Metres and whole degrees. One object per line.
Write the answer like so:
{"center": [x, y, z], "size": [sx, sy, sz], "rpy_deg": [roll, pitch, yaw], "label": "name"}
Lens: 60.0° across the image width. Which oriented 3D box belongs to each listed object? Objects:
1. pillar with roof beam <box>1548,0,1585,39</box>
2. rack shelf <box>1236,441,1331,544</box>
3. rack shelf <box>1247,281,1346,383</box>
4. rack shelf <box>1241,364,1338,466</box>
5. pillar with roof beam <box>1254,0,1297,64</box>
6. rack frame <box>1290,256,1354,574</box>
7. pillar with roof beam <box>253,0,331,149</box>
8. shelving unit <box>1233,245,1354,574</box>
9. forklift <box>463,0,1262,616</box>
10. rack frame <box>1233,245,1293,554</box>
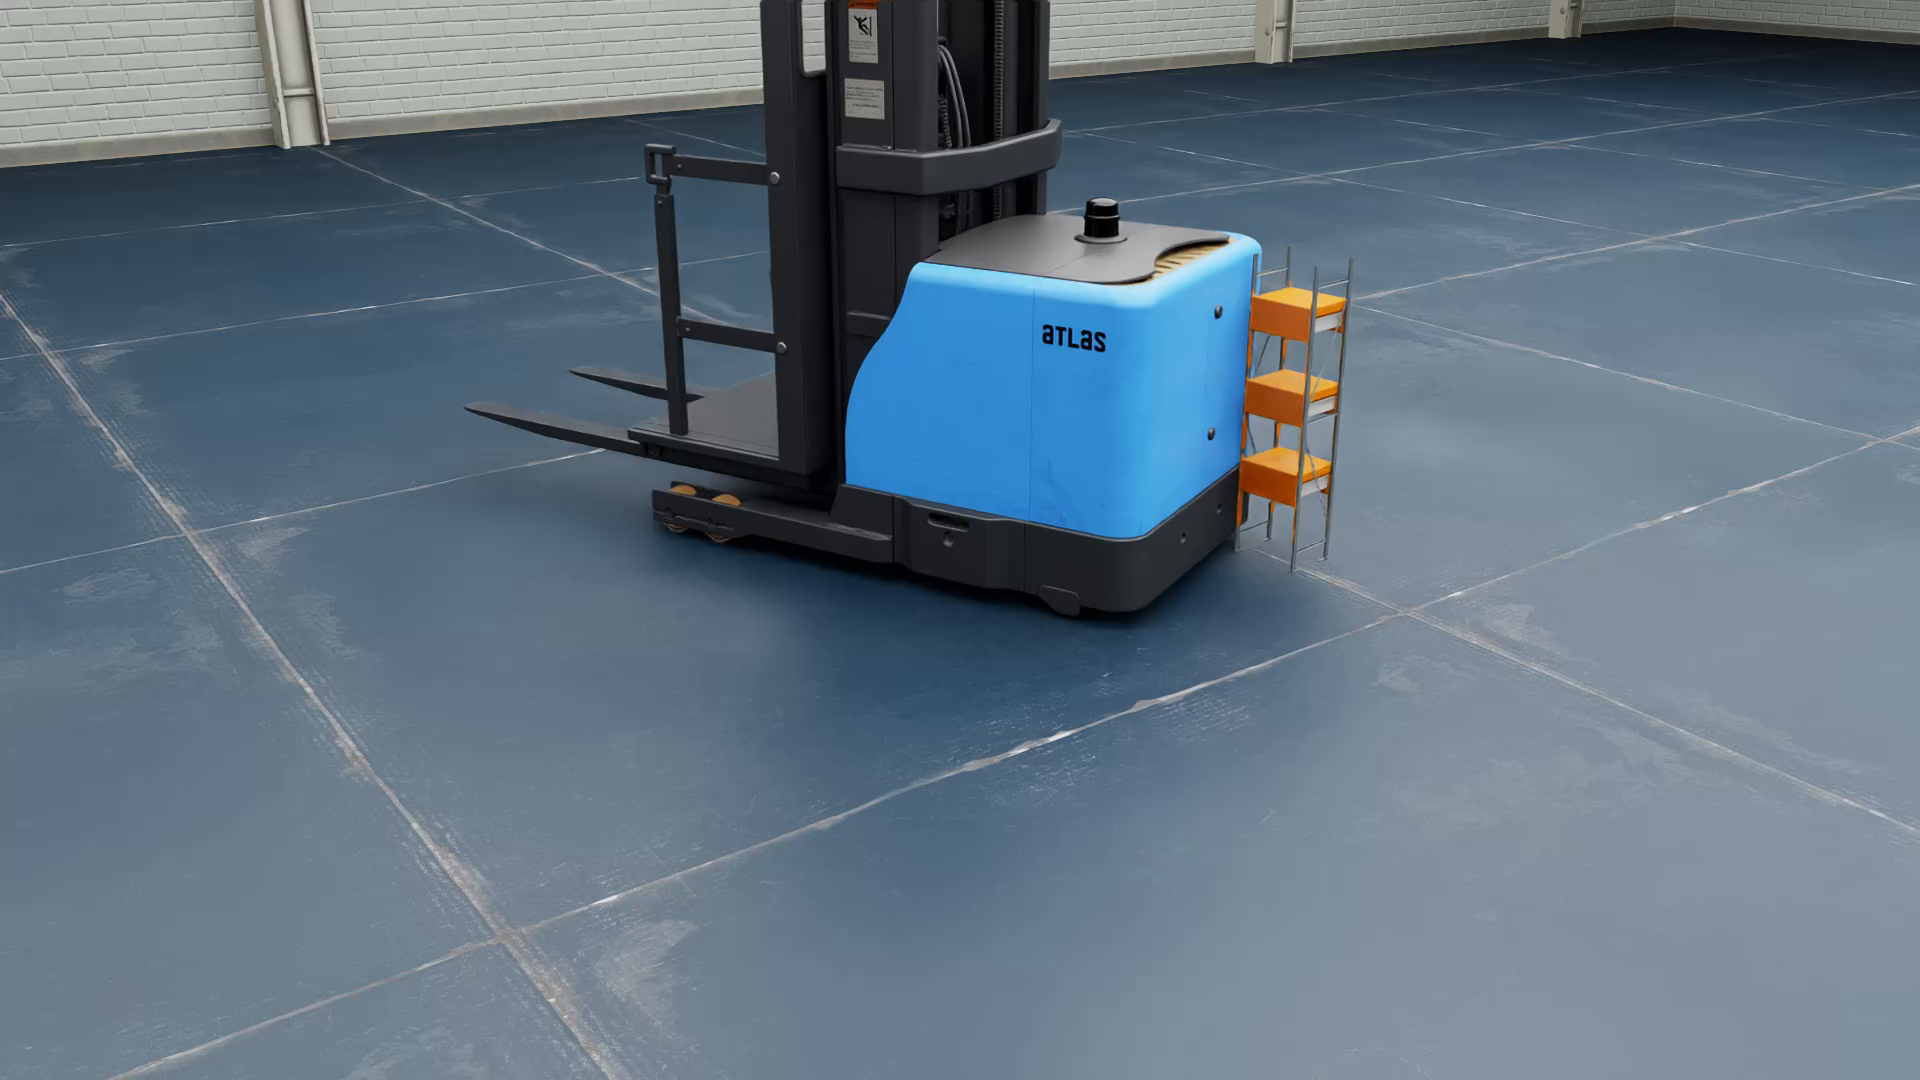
{"center": [11.354, -10.253, 19.449], "size": [0.400, 9.000, 9.100], "rpy_deg": [-15, 26, -33], "label": "pillar with roof beam"}
{"center": [1.109, -0.164, 5.670], "size": [0.215, 0.259, 0.240], "rpy_deg": [-19, 28, -39], "label": "rack shelf"}
{"center": [1.109, -0.686, 5.461], "size": [0.215, 0.259, 0.240], "rpy_deg": [-19, 28, -39], "label": "rack shelf"}
{"center": [1.109, -0.422, 5.567], "size": [0.215, 0.259, 0.240], "rpy_deg": [-19, 28, -39], "label": "rack shelf"}
{"center": [6.483, -8.954, 16.195], "size": [0.400, 9.000, 9.100], "rpy_deg": [-15, 26, -33], "label": "pillar with roof beam"}
{"center": [1.191, -0.399, 5.479], "size": [0.200, 1.050, 0.008], "rpy_deg": [-19, 28, -39], "label": "rack frame"}
{"center": [-3.257, -6.357, 9.686], "size": [0.400, 9.000, 9.100], "rpy_deg": [-15, 26, -33], "label": "pillar with roof beam"}
{"center": [1.109, -0.432, 5.563], "size": [0.215, 1.050, 0.252], "rpy_deg": [-19, 28, -39], "label": "shelving unit"}
{"center": [-0.509, -1.508, 5.721], "size": [3.031, 2.935, 1.130], "rpy_deg": [12, 25, 28], "label": "forklift"}
{"center": [1.027, -0.466, 5.647], "size": [0.200, 1.050, 0.008], "rpy_deg": [-19, 28, -39], "label": "rack frame"}
